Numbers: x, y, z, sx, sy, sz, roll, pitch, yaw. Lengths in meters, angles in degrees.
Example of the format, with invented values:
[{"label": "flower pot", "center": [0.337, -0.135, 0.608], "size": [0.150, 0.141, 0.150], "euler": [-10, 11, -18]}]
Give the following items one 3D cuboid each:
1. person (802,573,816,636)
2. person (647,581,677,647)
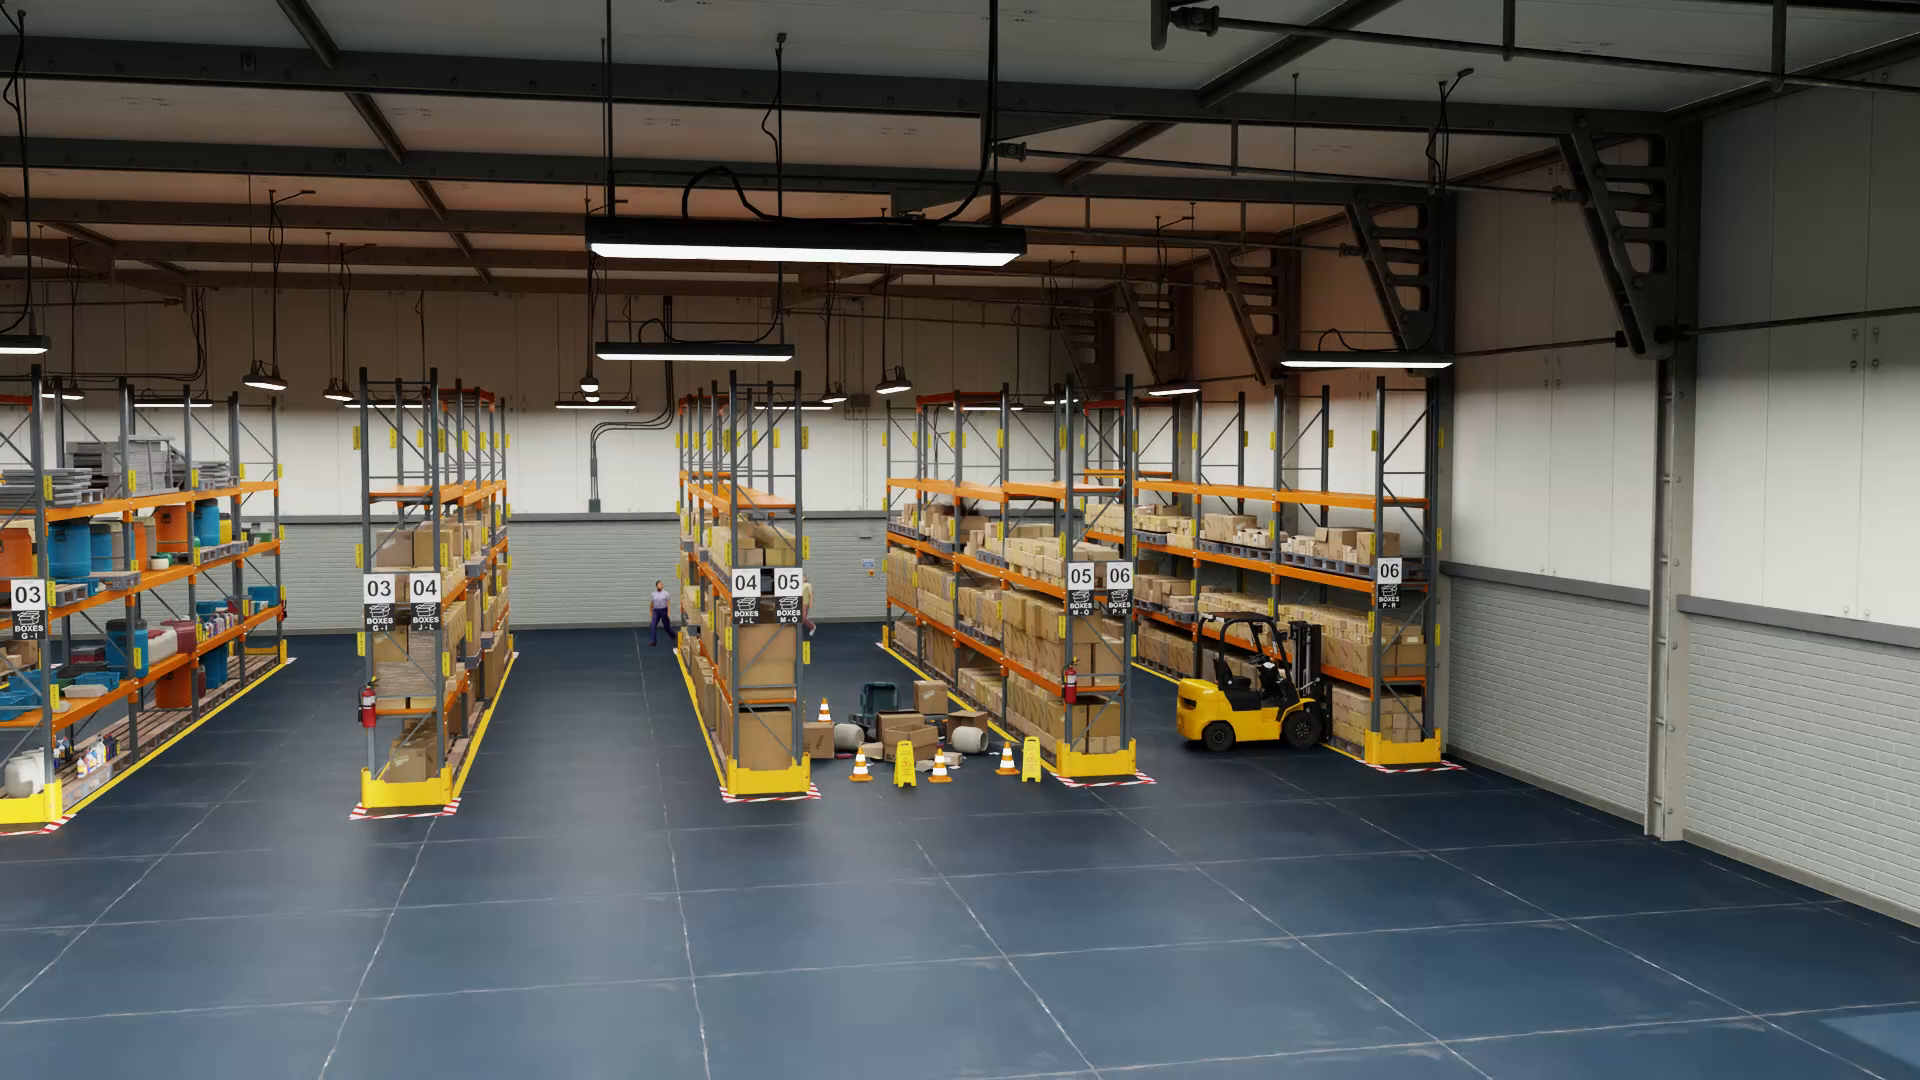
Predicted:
[{"label": "person", "center": [-3.976, 1.656, 42.242], "size": [0.641, 1.661, 0.501], "euler": [-2, 4, -35]}, {"label": "person", "center": [-7.299, 1.784, 40.571], "size": [0.551, 1.597, 0.928], "euler": [1, 4, 16]}]
